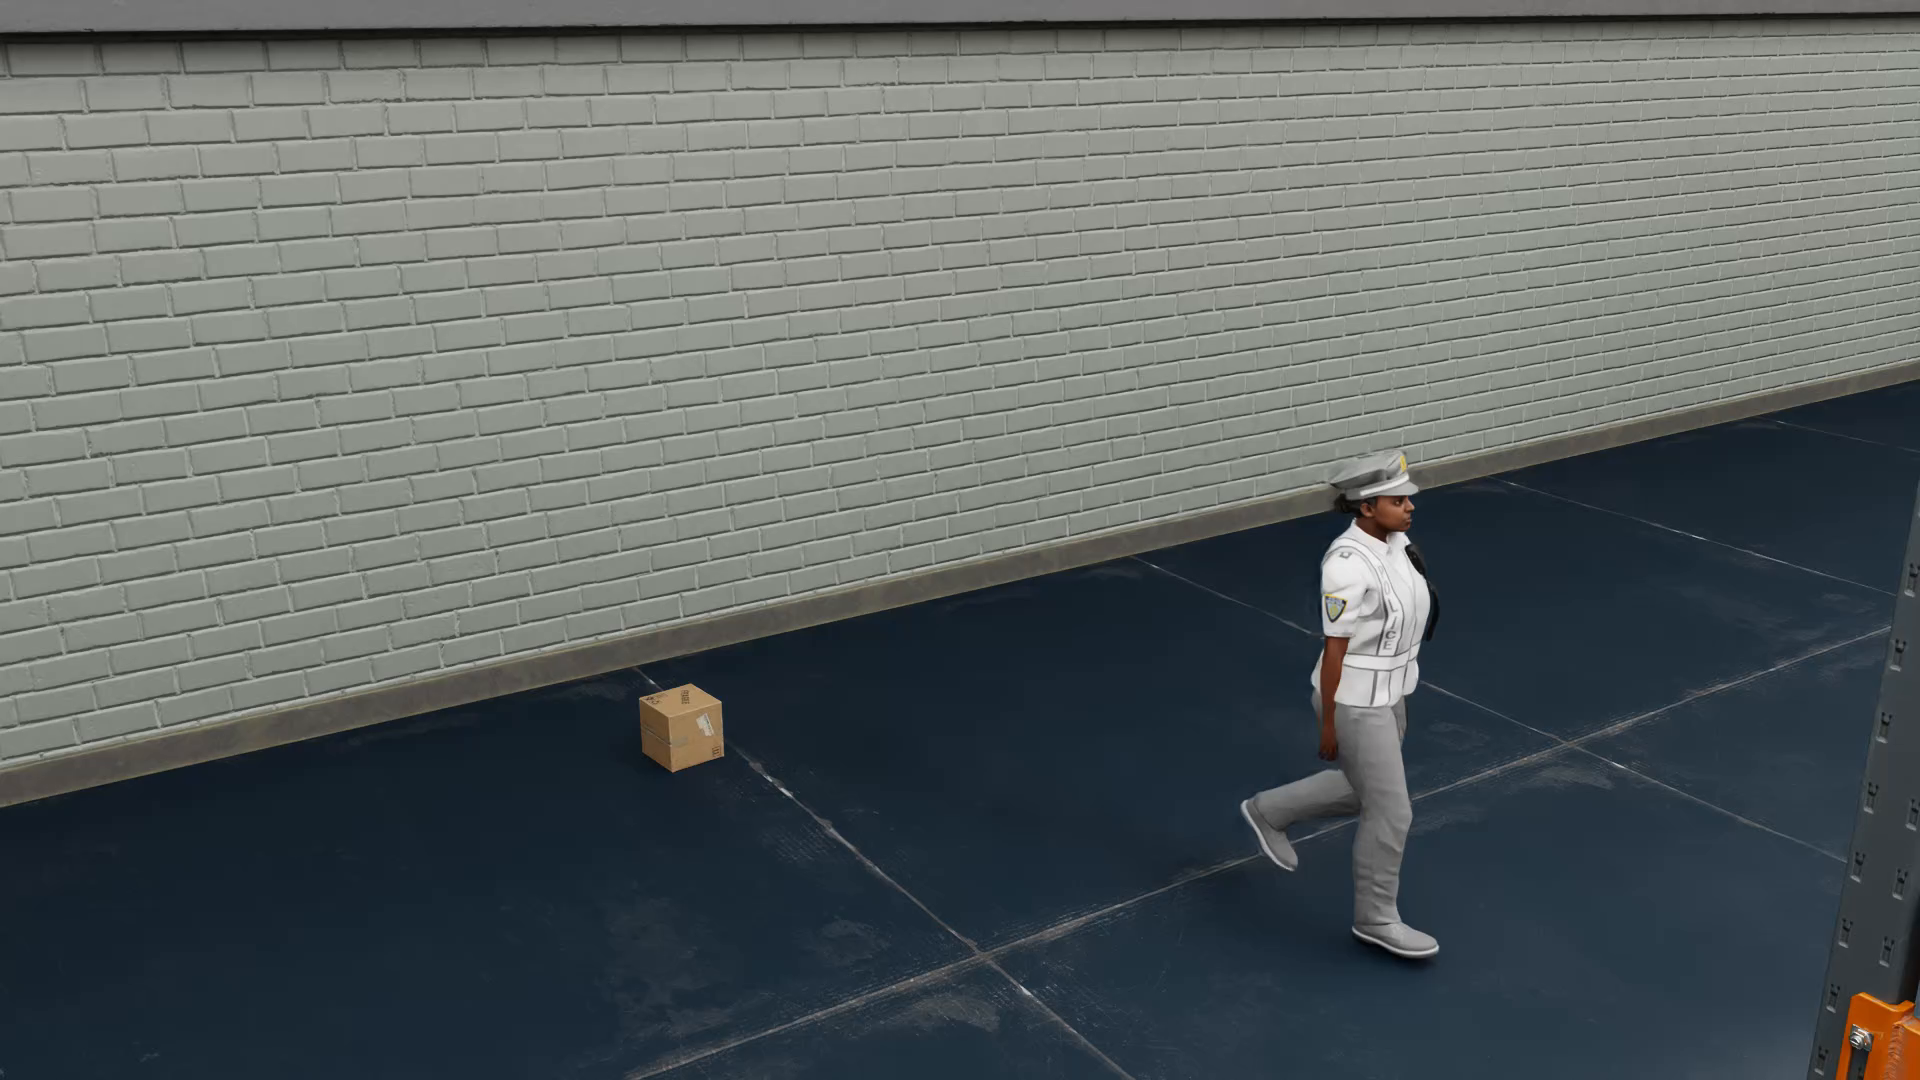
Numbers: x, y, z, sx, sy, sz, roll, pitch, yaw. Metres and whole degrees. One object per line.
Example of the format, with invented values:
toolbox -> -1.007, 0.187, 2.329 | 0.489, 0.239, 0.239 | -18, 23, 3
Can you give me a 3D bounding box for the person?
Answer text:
person -> 1.293, 0.487, 5.498 | 0.811, 1.659, 0.450 | 13, 22, 34
